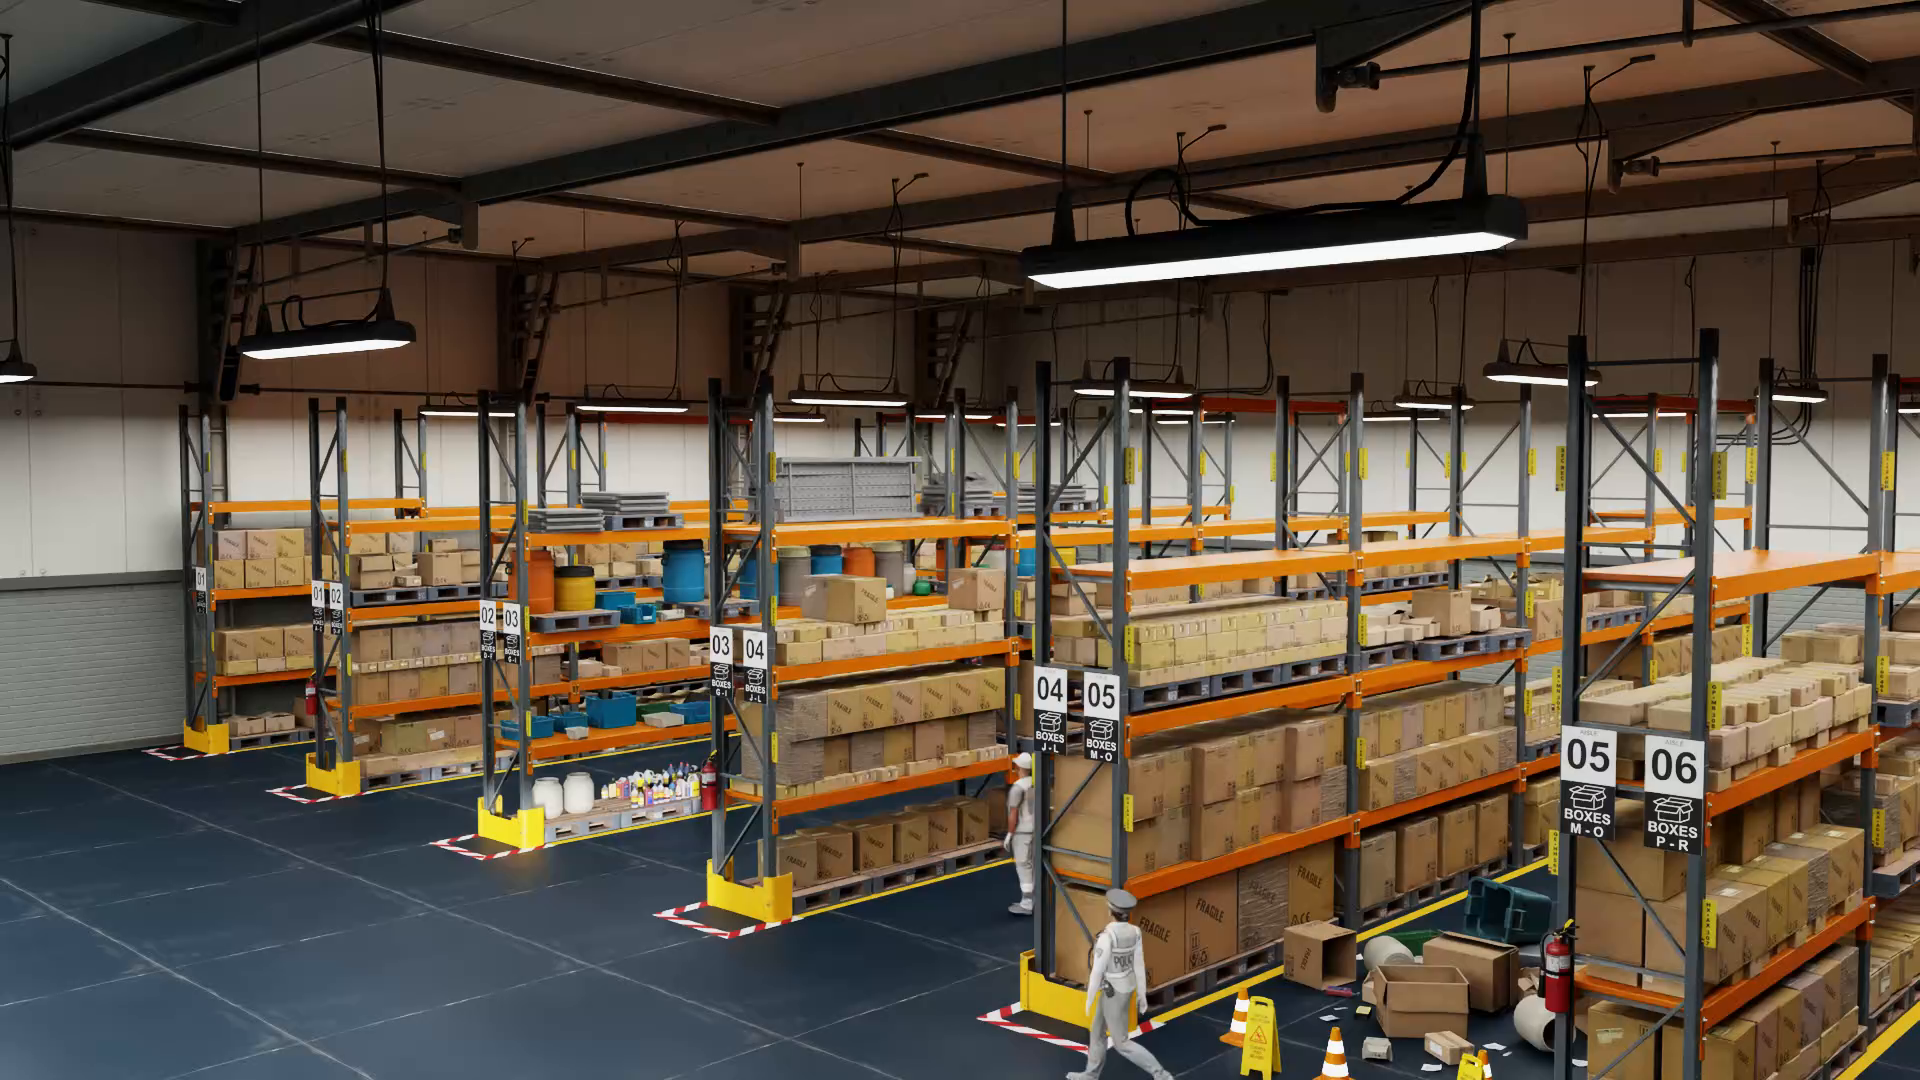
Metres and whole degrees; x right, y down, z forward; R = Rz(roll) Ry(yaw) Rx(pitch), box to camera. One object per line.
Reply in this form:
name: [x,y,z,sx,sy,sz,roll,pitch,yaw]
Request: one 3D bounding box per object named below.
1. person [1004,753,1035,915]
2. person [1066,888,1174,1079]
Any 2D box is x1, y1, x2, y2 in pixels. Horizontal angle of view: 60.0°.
person: [0.704,3.279,18.636,0.360,1.797,0.577,1,3,20]
person: [1.255,3.630,13.329,0.893,1.647,0.443,1,3,17]
